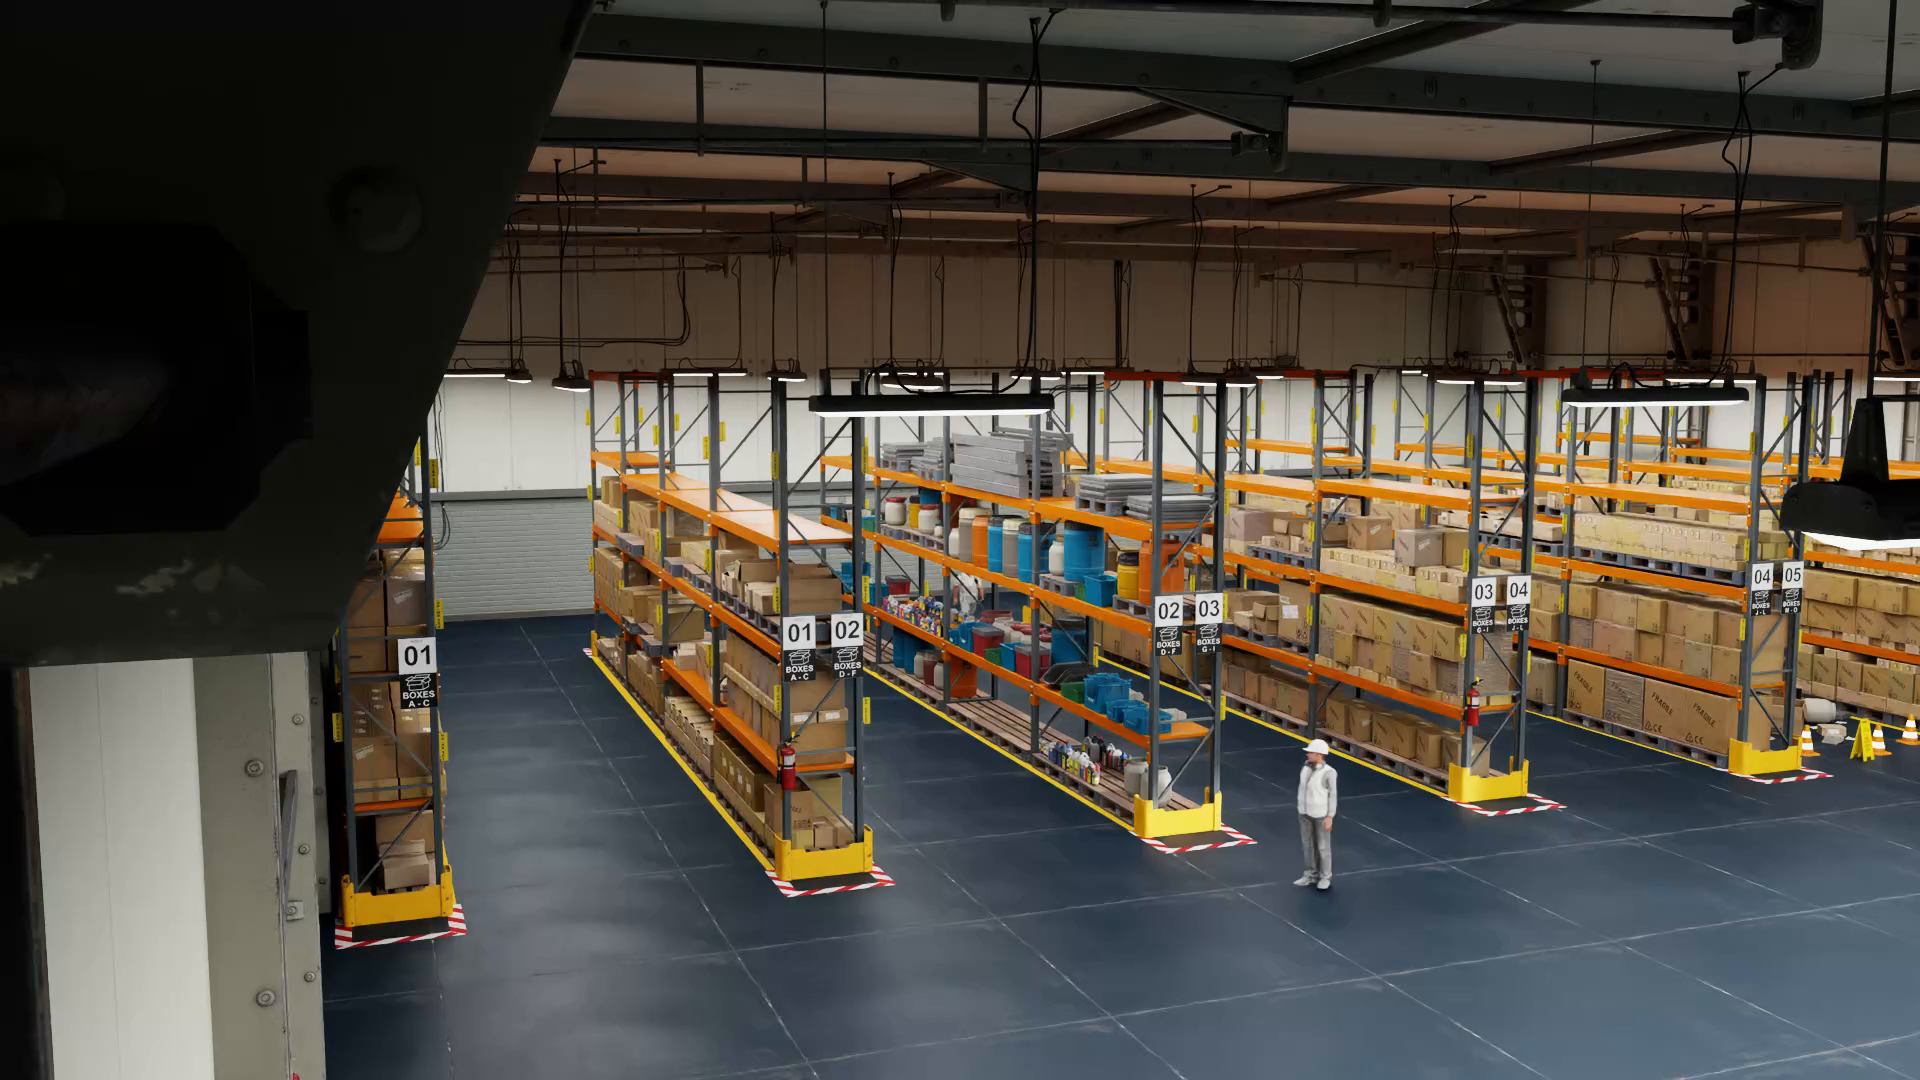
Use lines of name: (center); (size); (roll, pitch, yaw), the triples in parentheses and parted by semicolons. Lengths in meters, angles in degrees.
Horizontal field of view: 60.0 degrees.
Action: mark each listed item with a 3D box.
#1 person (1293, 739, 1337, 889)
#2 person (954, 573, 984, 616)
person: (4.229, 3.258, 19.754); (0.388, 1.805, 0.578); (-5, 8, -40)
person: (0.224, 1.360, 36.973); (0.598, 1.768, 0.985); (-3, 7, -21)
